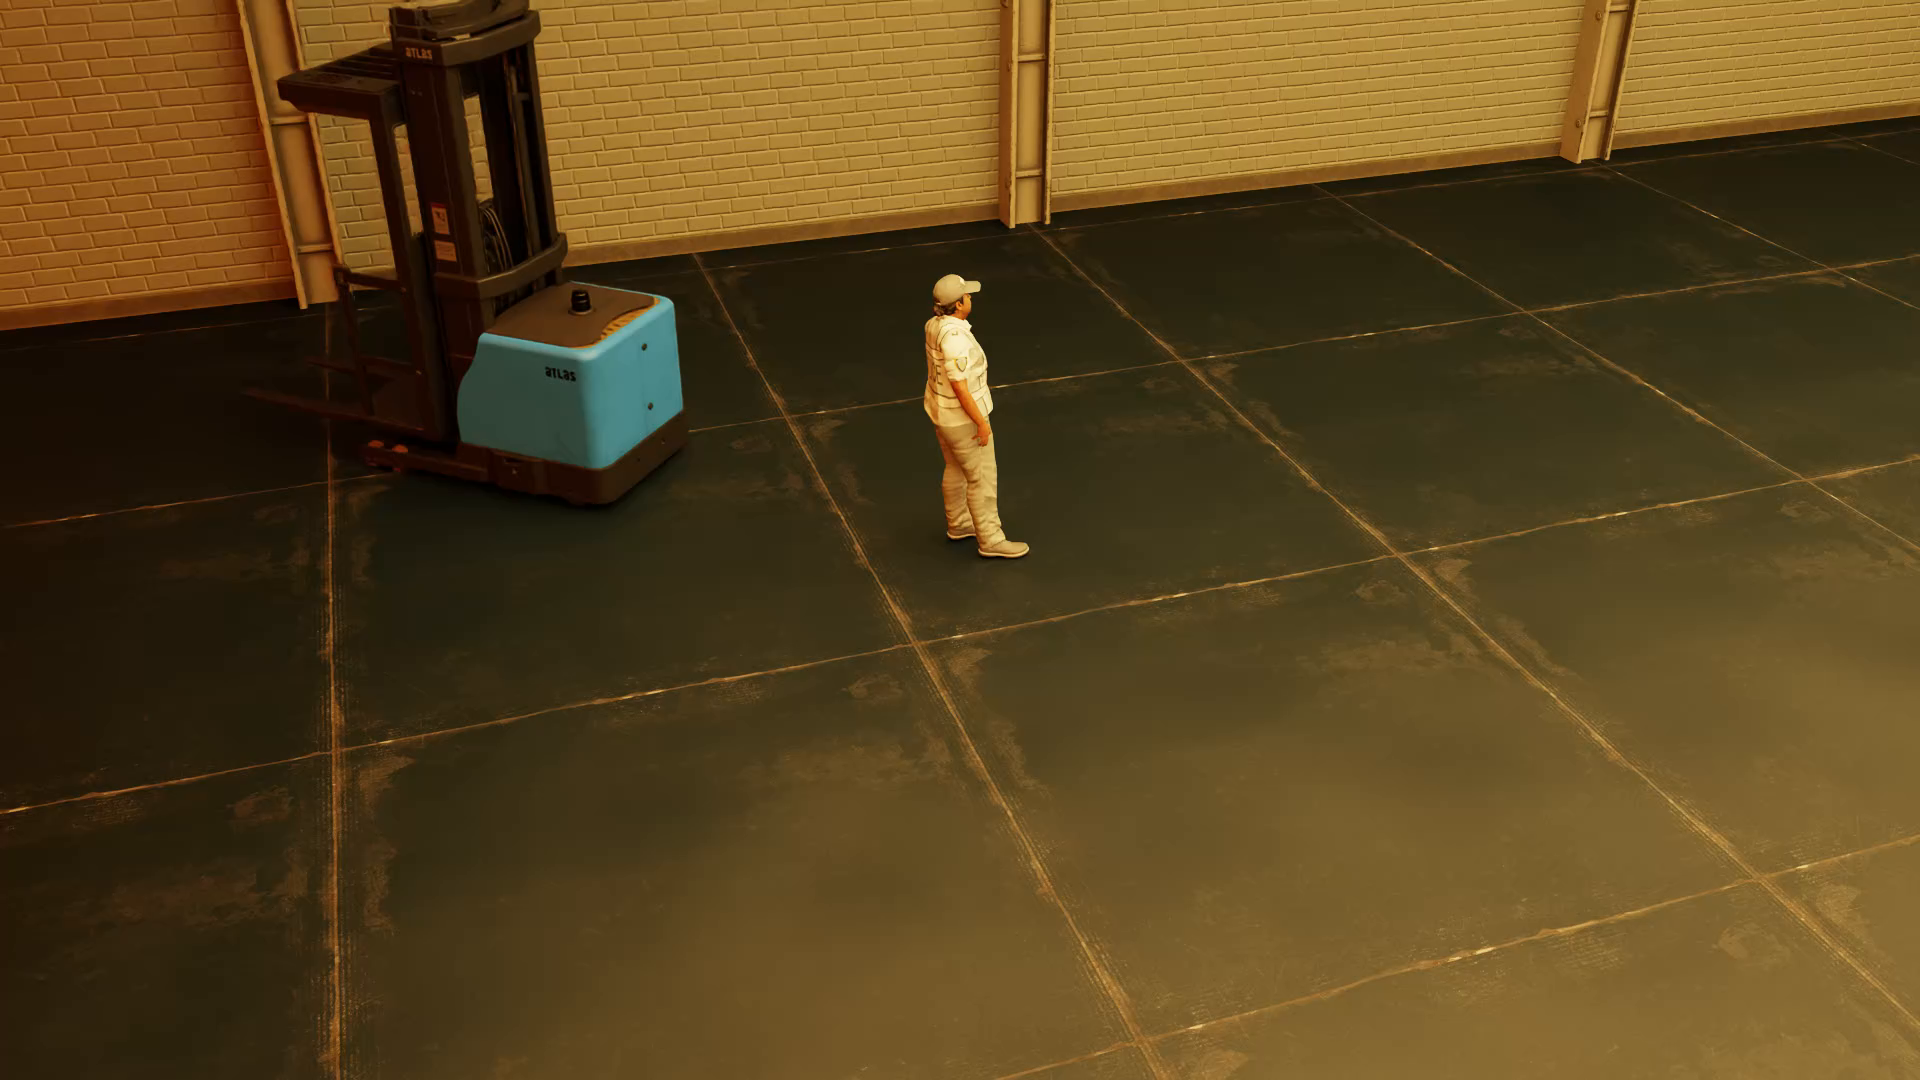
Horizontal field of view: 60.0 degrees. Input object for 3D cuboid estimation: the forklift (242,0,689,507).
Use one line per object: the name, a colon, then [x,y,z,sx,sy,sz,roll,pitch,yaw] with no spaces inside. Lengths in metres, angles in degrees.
forklift: [-3.366,-1.943,10.464,3.031,2.935,1.130,12,32,19]

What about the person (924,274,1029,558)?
person: [0.080,-0.729,9.609,0.529,1.670,0.598,-10,31,-16]
